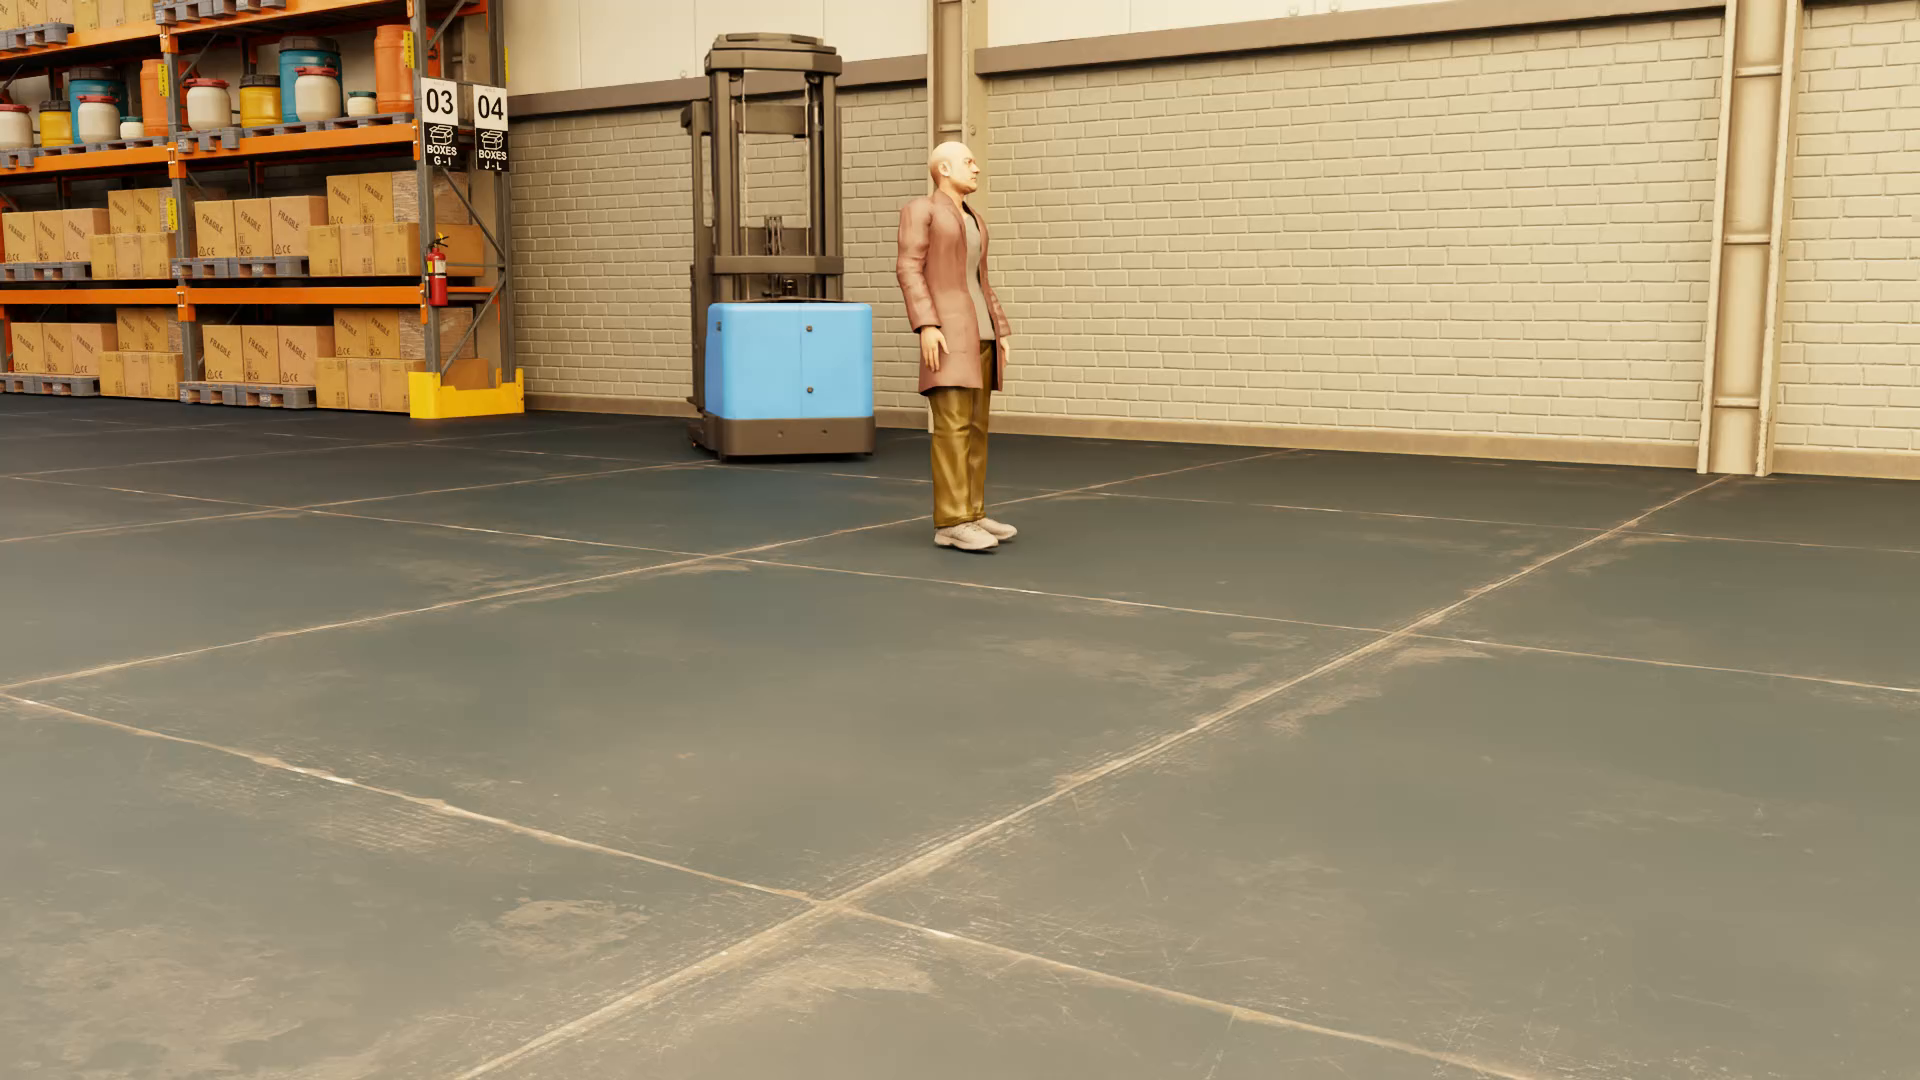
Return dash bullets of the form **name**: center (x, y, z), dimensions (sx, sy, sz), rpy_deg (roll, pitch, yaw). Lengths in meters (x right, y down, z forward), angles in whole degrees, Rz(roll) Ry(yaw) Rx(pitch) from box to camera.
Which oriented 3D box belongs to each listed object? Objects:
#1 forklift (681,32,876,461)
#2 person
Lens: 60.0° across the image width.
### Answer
- **forklift**: center (-1.465, -2.161, 12.392), dimensions (1.130, 2.935, 3.031), rpy_deg (-2, 8, -16)
- **person**: center (0.074, -0.879, 7.423), dimensions (0.579, 1.778, 0.696), rpy_deg (5, 10, 34)
